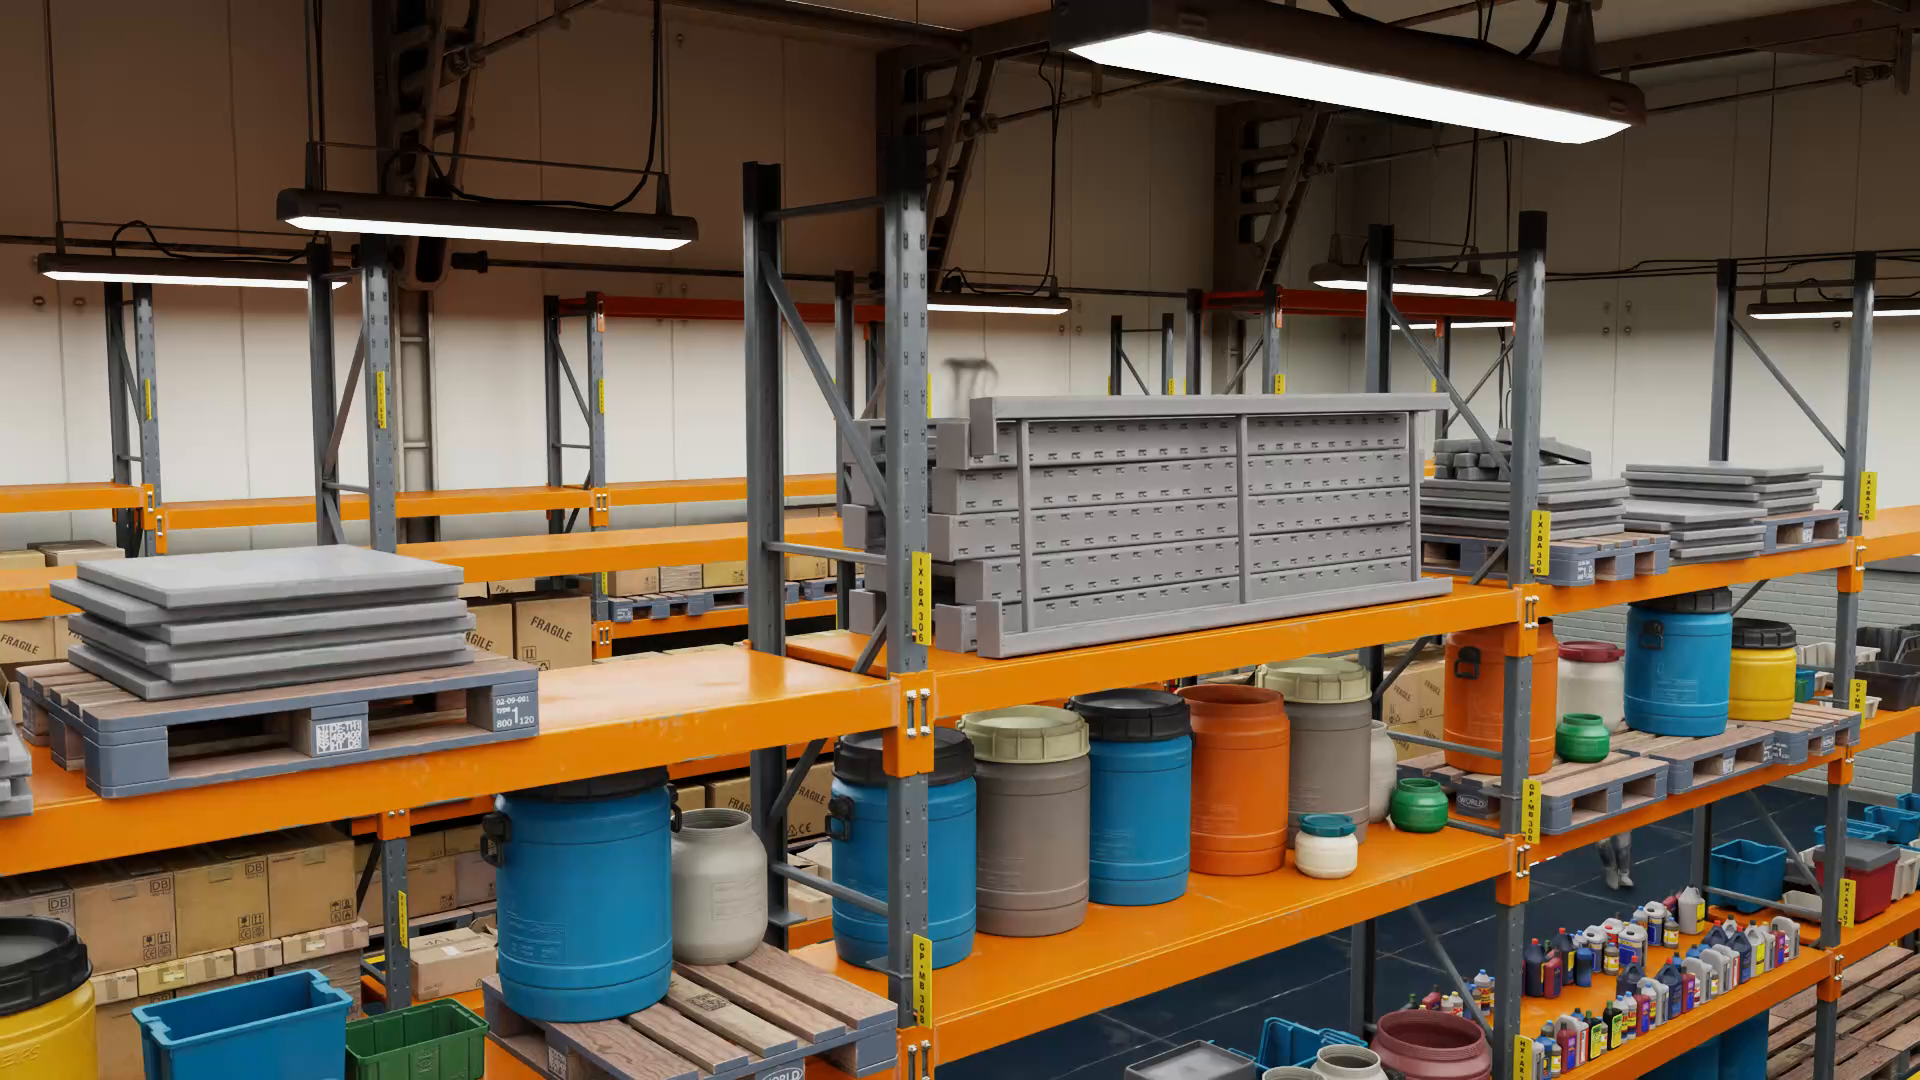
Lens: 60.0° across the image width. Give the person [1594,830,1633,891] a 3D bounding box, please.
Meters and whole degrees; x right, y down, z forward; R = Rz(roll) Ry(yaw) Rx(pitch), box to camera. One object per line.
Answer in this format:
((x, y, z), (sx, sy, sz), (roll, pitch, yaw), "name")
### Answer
((6.534, 2.675, 16.854), (0.775, 1.748, 0.644), (2, 6, 18), "person")
